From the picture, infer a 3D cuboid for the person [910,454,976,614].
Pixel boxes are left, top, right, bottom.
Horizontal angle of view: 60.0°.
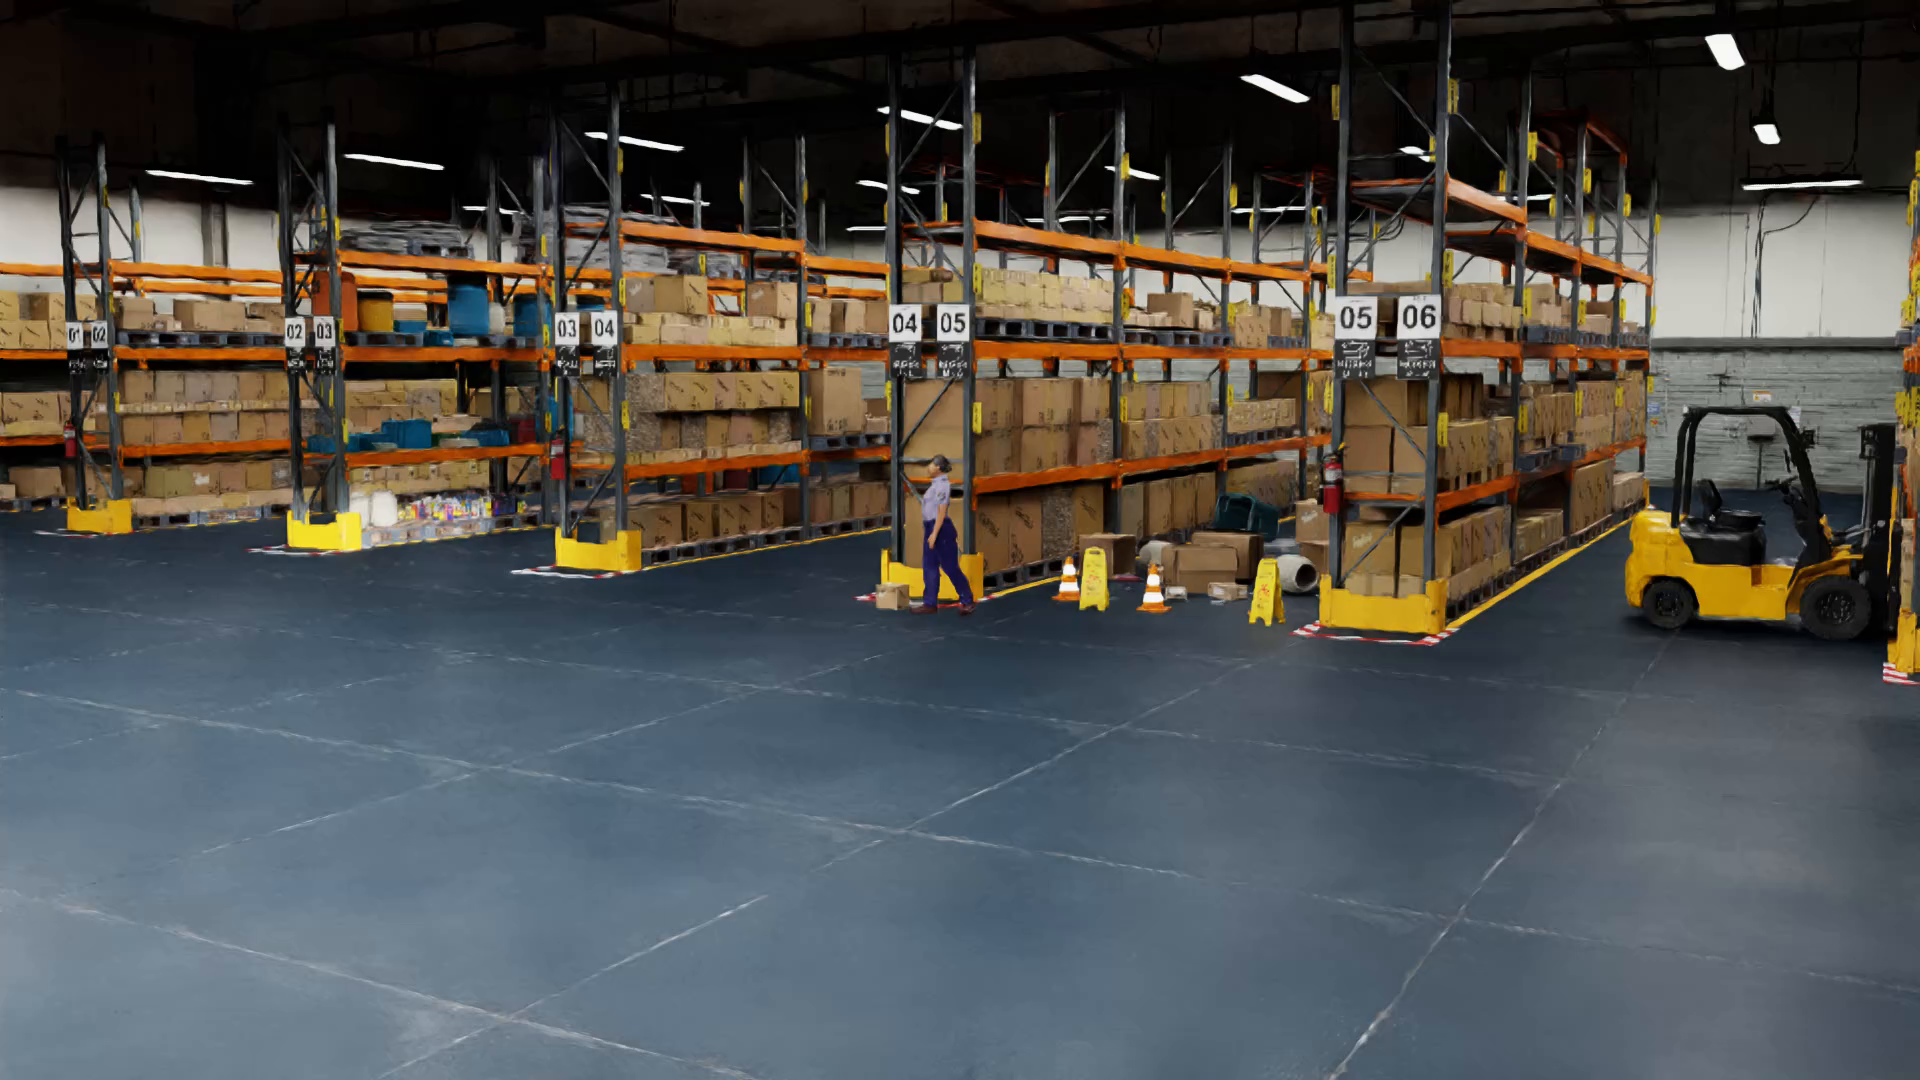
[{"bbox_3d":[-0.177,-0.059,17.028,0.662,1.636,0.624,-1,6,-7],"label":"person"}]
